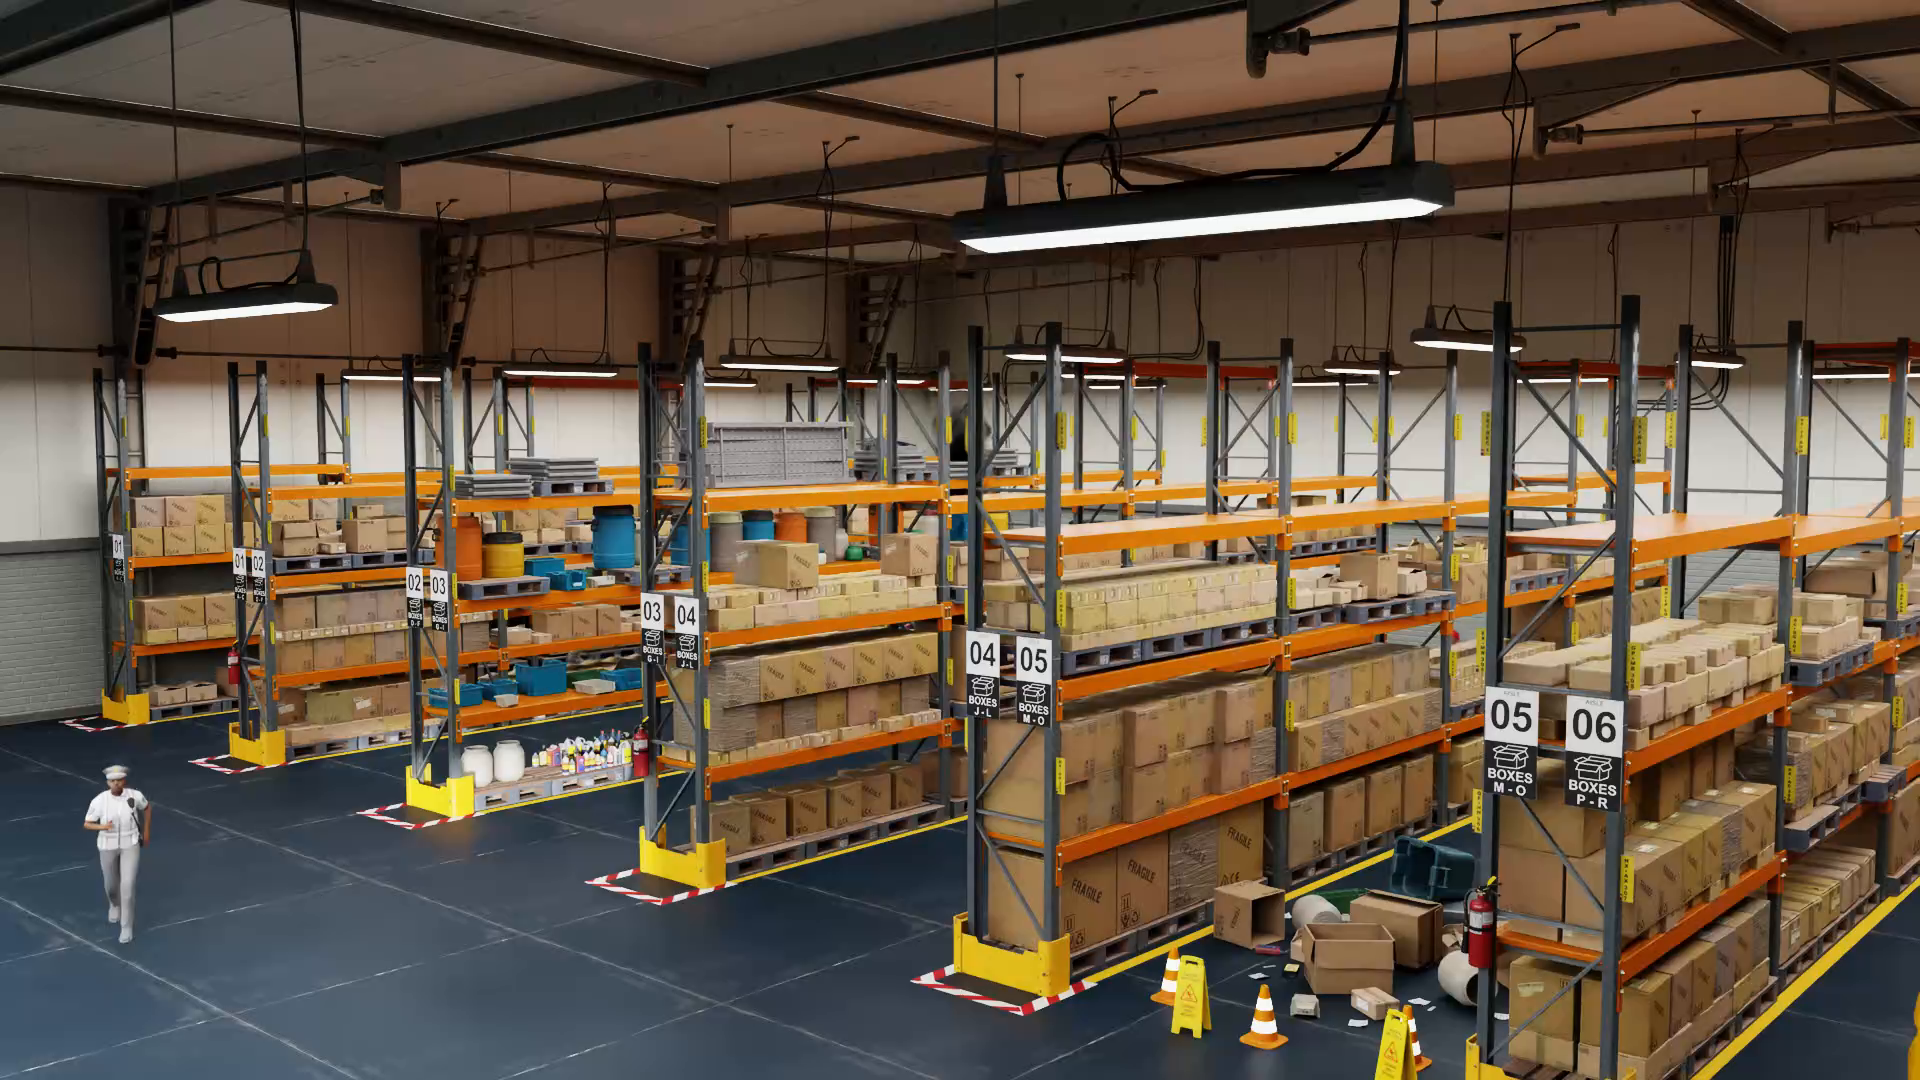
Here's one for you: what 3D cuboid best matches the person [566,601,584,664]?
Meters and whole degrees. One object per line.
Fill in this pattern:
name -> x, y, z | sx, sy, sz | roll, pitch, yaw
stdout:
person -> -7.447, 1.980, 32.288 | 0.613, 1.723, 0.711 | 3, 5, 38

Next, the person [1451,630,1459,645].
person -> 7.896, 2.321, 26.503 | 0.896, 1.796, 0.673 | -3, 5, -38

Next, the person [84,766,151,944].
person -> -8.400, 3.074, 16.609 | 0.604, 1.702, 0.901 | -2, 5, -26
